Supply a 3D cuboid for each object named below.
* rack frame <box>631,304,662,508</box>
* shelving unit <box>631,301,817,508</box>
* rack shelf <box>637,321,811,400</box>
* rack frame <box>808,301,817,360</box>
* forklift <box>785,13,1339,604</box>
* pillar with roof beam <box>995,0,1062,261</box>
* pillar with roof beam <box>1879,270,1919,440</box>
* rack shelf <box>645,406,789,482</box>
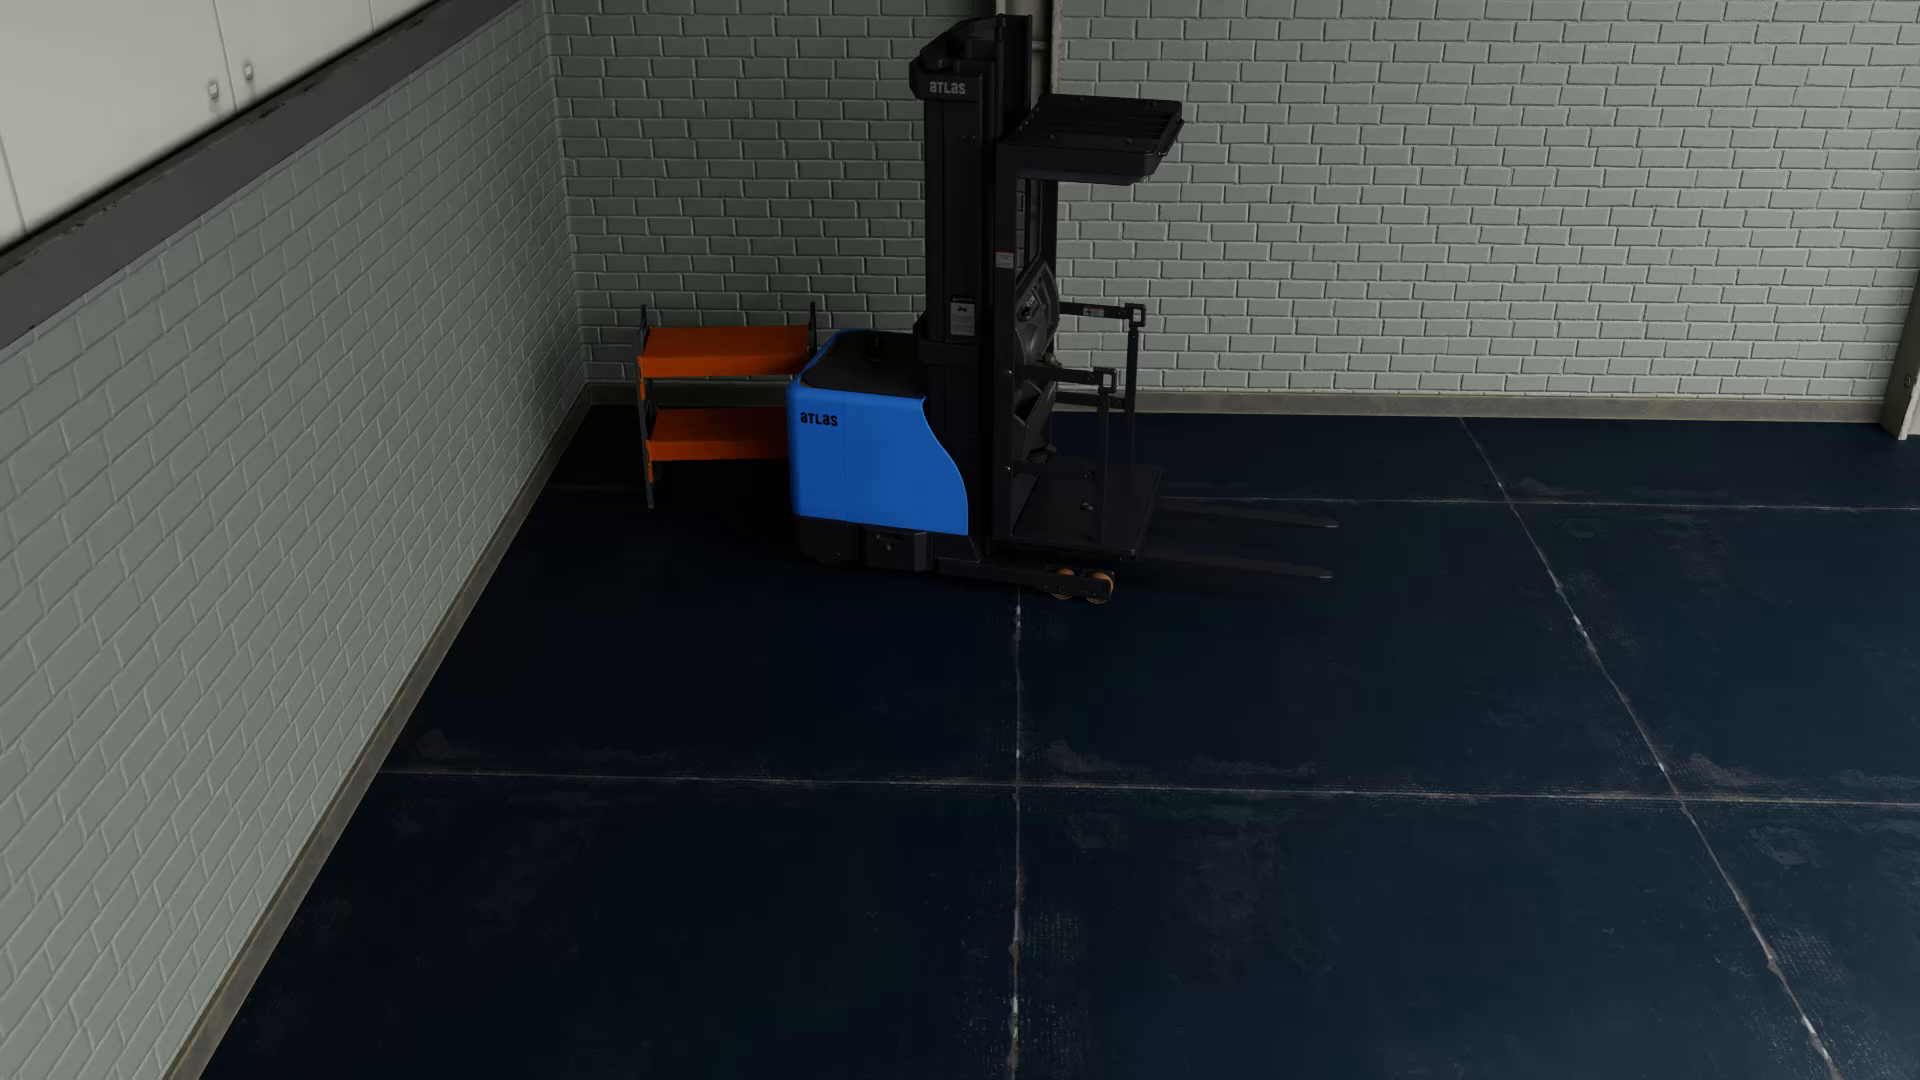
[{"bbox_3d":[-1.895,-0.806,10.070,0.032,1.125,0.500,-1,28,-3],"label":"rack frame"},{"bbox_3d":[-1.388,-0.819,10.094,1.048,1.125,0.538,-1,28,-3],"label":"shelving unit"},{"bbox_3d":[-1.388,-1.078,9.957,1.000,0.278,0.538,-1,28,-3],"label":"rack shelf"},{"bbox_3d":[-0.880,-0.832,10.119,0.032,1.125,0.500,-1,28,-3],"label":"rack frame"},{"bbox_3d":[0.605,-1.223,8.928,3.031,2.935,1.130,7,29,13],"label":"forklift"},{"bbox_3d":[0.261,-2.794,5.413,0.400,9.000,9.100,1,28,2],"label":"pillar with roof beam"},{"bbox_3d":[6.258,-2.695,5.225,0.400,9.000,9.100,1,28,2],"label":"pillar with roof beam"},{"bbox_3d":[-1.388,-0.603,10.209,1.000,0.278,0.538,-1,28,-3],"label":"rack shelf"}]
